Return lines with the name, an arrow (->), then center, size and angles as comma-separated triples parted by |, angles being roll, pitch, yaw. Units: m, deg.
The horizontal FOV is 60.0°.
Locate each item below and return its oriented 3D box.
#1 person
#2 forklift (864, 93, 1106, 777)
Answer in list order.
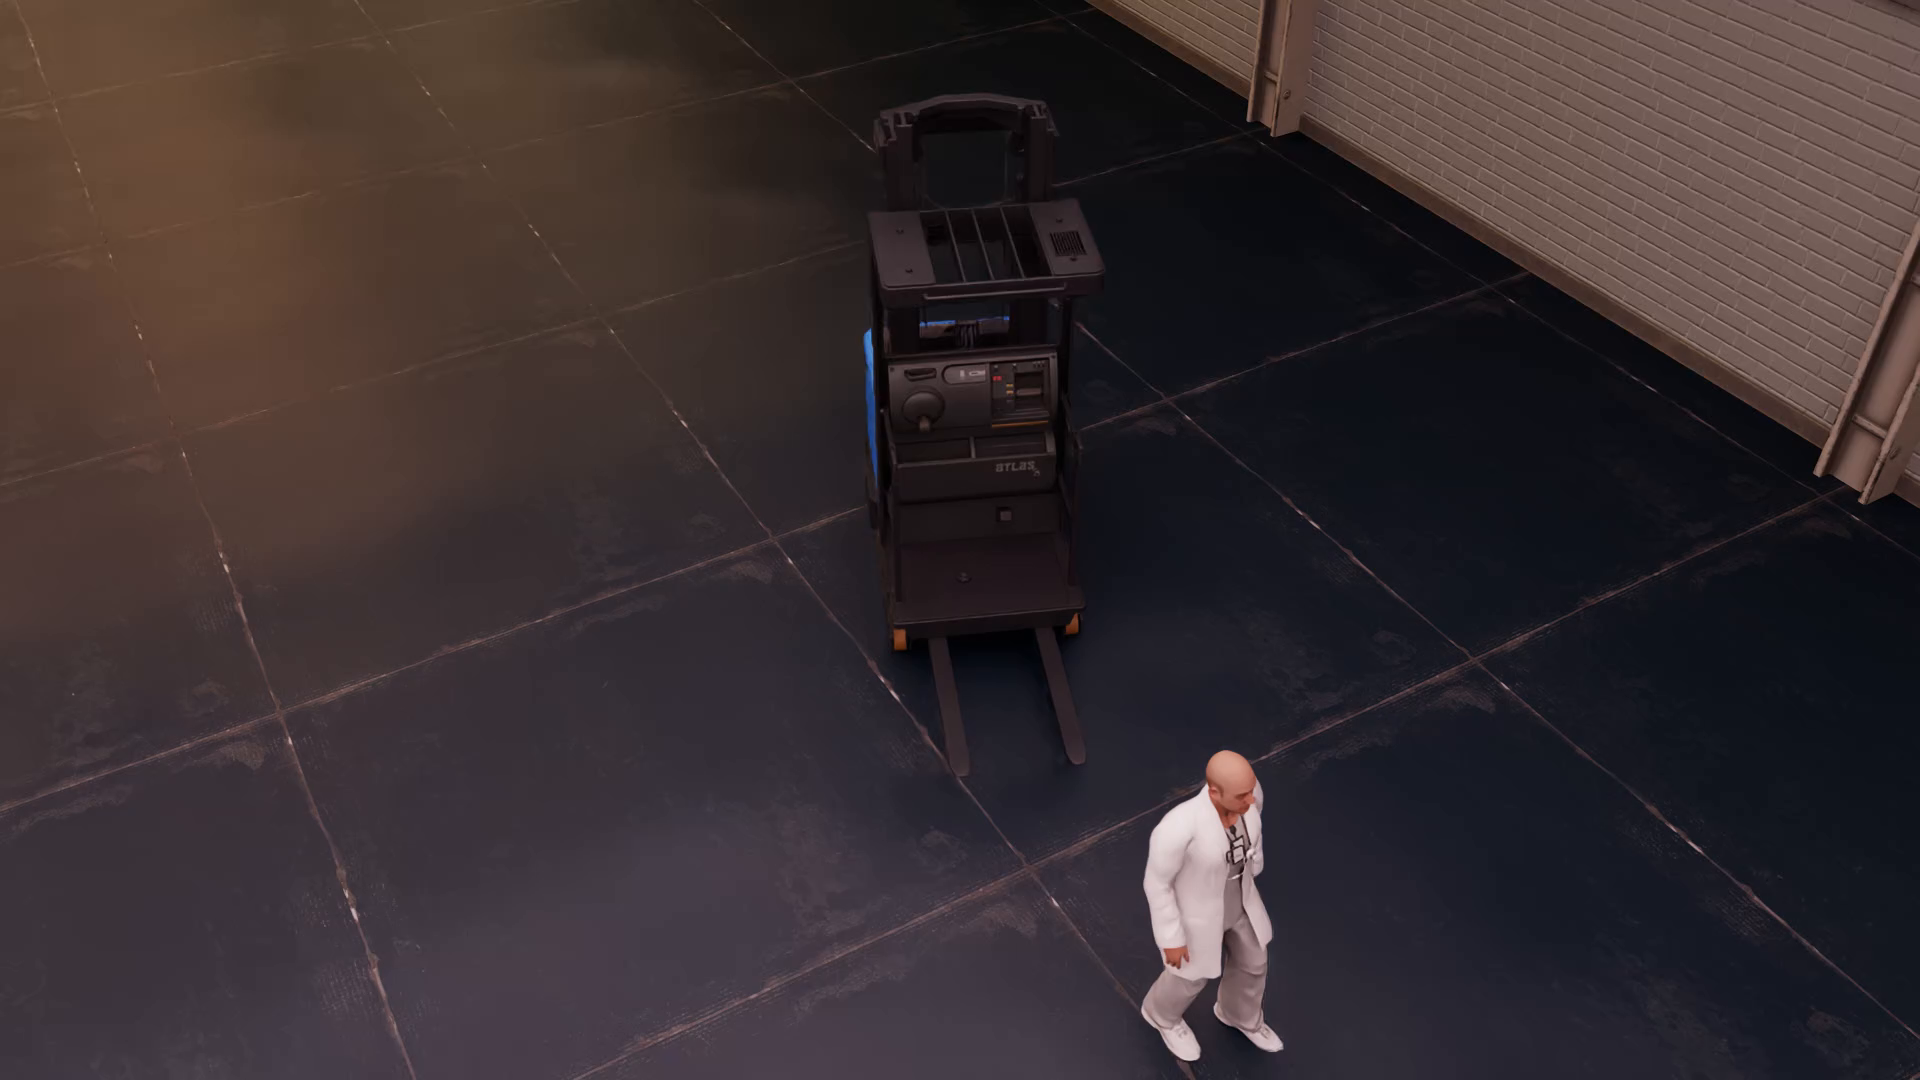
person -> 1.107, 1.608, 7.049 | 0.681, 1.817, 0.571 | -26, 46, -28
forklift -> 0.106, -0.731, 8.918 | 1.130, 2.935, 3.031 | -5, 40, -6
